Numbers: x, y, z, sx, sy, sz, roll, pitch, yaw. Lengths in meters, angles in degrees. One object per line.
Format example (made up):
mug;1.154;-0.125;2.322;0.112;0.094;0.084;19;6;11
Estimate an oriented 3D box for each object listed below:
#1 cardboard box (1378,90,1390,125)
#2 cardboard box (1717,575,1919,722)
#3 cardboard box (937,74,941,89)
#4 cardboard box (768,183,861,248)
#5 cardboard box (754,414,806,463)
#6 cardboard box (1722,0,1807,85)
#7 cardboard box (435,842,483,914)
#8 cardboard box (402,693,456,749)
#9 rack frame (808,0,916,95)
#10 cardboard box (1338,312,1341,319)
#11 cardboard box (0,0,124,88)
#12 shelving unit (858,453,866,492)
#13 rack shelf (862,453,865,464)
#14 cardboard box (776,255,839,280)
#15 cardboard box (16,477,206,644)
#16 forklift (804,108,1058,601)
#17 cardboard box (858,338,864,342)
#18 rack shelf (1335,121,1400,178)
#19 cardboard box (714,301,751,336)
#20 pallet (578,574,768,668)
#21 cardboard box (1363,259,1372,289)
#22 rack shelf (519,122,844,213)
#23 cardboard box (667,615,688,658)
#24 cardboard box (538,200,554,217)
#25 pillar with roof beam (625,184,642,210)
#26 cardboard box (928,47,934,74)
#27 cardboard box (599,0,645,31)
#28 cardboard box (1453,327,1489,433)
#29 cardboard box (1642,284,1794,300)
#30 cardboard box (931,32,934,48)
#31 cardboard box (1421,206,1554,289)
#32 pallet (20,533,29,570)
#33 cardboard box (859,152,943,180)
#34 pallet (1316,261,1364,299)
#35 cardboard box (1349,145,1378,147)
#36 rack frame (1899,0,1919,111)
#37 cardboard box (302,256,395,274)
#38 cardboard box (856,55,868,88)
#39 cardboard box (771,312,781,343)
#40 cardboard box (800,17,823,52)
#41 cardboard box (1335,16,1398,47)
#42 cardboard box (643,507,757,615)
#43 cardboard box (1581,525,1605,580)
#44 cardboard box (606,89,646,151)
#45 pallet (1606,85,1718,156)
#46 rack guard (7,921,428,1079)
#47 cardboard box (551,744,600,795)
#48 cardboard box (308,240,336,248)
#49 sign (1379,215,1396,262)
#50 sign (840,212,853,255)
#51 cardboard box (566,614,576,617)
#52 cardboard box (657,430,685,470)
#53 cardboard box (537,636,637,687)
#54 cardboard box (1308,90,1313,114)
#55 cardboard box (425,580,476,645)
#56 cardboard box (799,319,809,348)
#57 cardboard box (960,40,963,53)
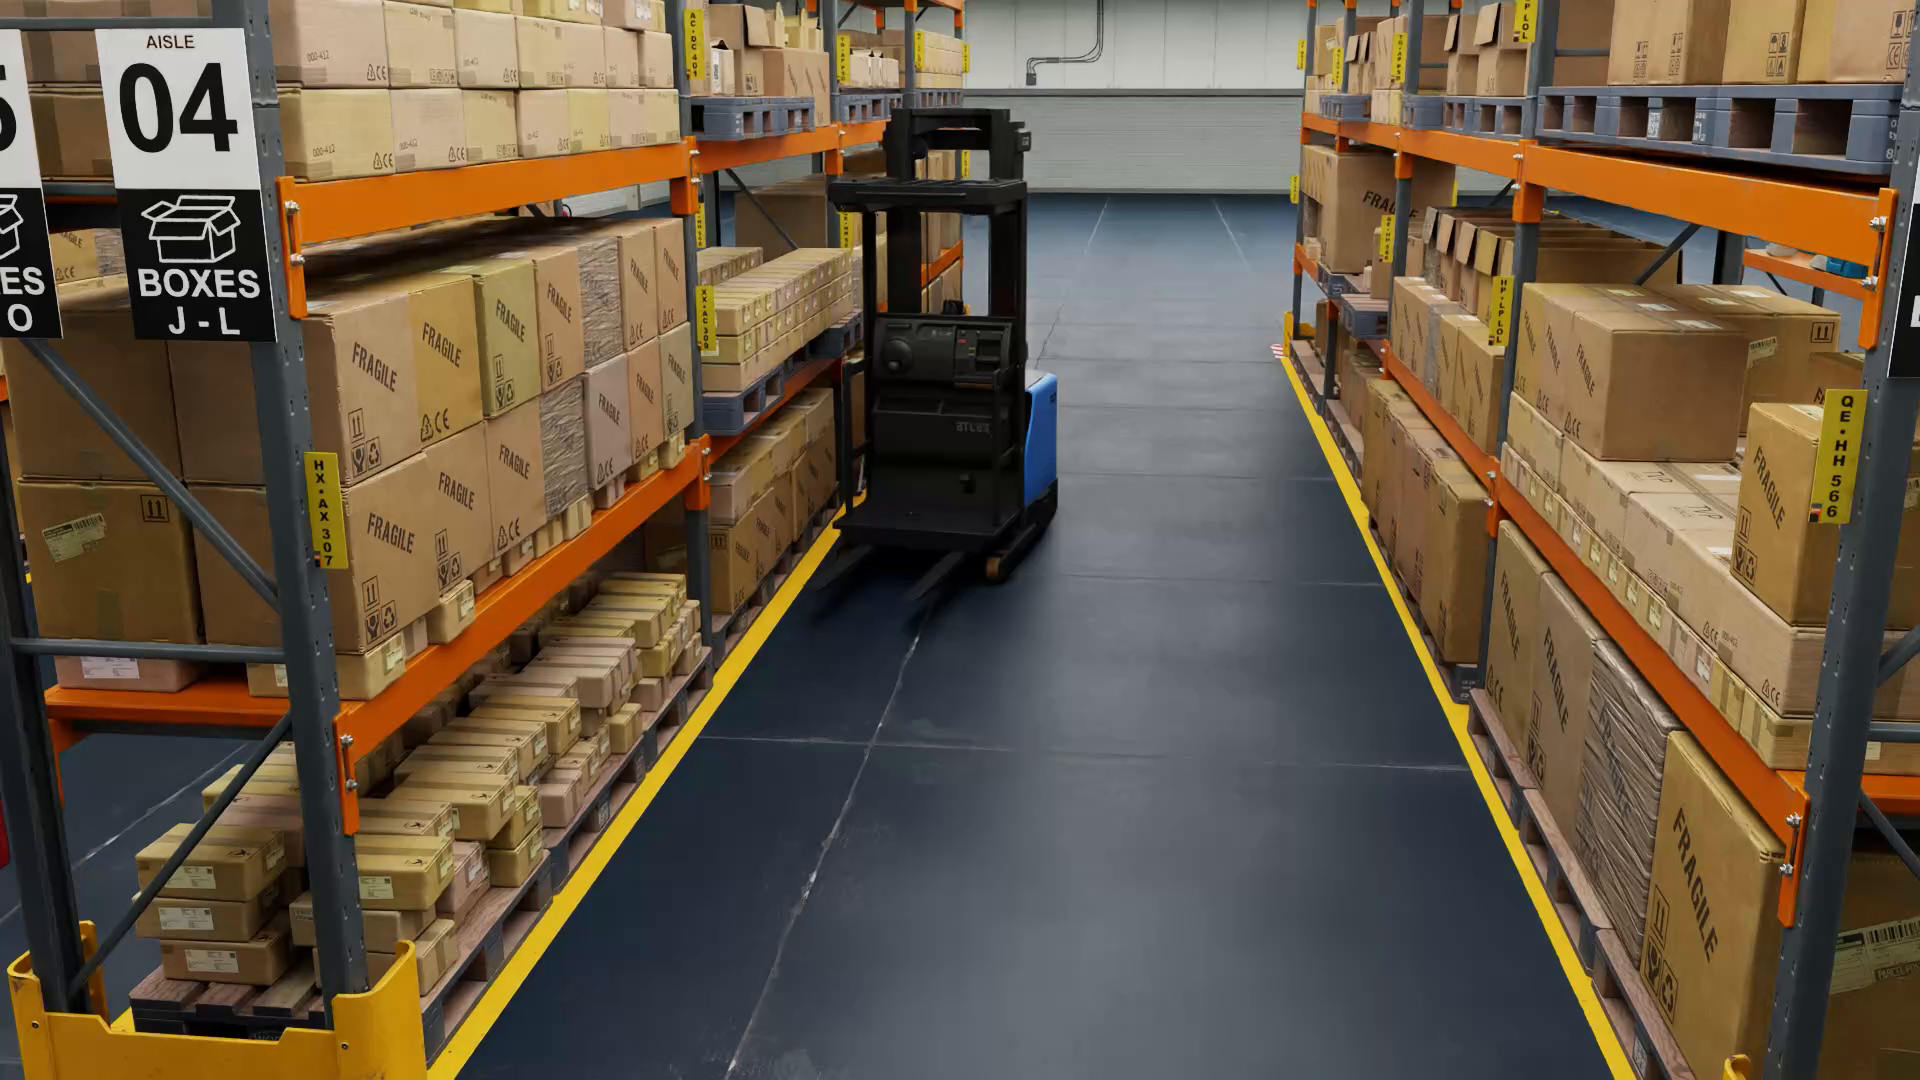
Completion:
cardboard box;3.395;-3.215;12.346;0.500;0.250;0.500;2;15;6
cardboard box;2.431;0.290;4.559;0.500;0.250;0.500;1;15;5
cardboard box;-0.402;-4.782;17.339;0.380;0.149;0.250;2;15;6
cardboard box;-1.202;-2.663;13.658;0.700;0.500;0.500;1;15;5
cardboard box;-1.310;-0.662;10.912;0.500;0.250;0.500;2;15;8
cardboard box;2.839;-1.666;5.144;0.700;0.500;0.500;1;15;2
cardboard box;-1.876;1.155;5.731;0.380;0.149;0.250;2;15;6
cardboard box;-2.274;0.728;6.739;0.380;0.149;0.250;1;15;4
rack frame;-0.923;-5.685;15.448;1.000;3.000;0.127;2;15;6
cardboard box;4.235;-2.171;17.930;0.500;0.500;0.500;3;15;11
cardboard box;-2.478;-1.421;4.754;0.500;0.250;0.500;1;15;5
shelving unit;-0.460;-0.909;12.663;0.258;1.200;0.503;2;11;-38
rack shelf;-0.505;-0.612;12.709;0.258;0.148;0.480;2;11;-38
cardboard box;-1.034;-1.847;11.283;0.380;0.149;0.250;2;15;8
cardboard box;-2.482;0.007;5.129;0.500;0.500;0.500;2;15;7
forklift;-0.175;-1.257;10.697;1.130;2.935;3.031;4;16;15
cardboard box;-1.016;-1.492;14.940;1.050;0.750;0.750;2;15;6
rack shelf;3.768;-3.199;13.378;1.077;0.370;4.000;2;15;6
cardboard box;-1.324;-1.172;8.786;0.380;0.149;0.250;2;15;9
pallet;-1.739;0.430;9.669;1.003;0.211;1.213;2;15;6
cardboard box;3.462;-2.158;13.349;0.396;0.266;0.258;1;15;5
rack shelf;-1.600;-2.334;10.179;1.077;0.370;4.000;2;15;6
cardboard box;-1.564;0.477;8.239;0.380;0.149;0.250;1;15;4
cardboard box;-5.189;-3.989;19.908;0.500;0.500;0.500;1;15;5
pillar with roof beam;-4.322;-12.931;42.246;9.100;9.000;0.400;2;15;6
cardboard box;-0.534;-4.809;16.675;0.500;0.250;0.500;2;15;6
cardboard box;-1.595;-2.301;7.246;0.380;0.149;0.250;2;15;6
cardboard box;2.935;-0.848;8.860;0.500;0.500;0.500;2;15;8
cardboard box;3.305;-0.848;7.334;0.500;0.500;0.500;2;15;8
cardboard box;-0.459;-5.034;16.744;0.380;0.149;0.250;1;15;5
cardboard box;3.444;-1.923;10.914;0.797;0.503;0.637;2;15;8
pallet;-6.608;-0.008;11.286;1.003;0.211;1.213;2;15;6
cardboard box;-0.651;-3.898;17.973;0.875;0.550;0.500;2;15;6
pallet;3.763;-2.331;14.902;1.003;0.211;1.213;2;15;6
cardboard box;4.629;-4.179;18.694;0.500;0.500;0.500;2;15;6
rack frame;2.640;-2.401;3.301;1.000;3.000;0.127;2;15;6
cardboard box;-2.366;-0.744;5.991;0.500;0.500;0.500;2;15;9
cardboard box;-1.018;-3.690;13.106;0.500;0.250;0.500;2;15;8
cardboard box;-1.240;-1.230;9.571;0.380;0.149;0.250;1;15;4
cardboard box;-1.162;-3.505;11.474;0.396;0.266;0.258;2;15;6
cardboard box;3.791;-4.623;15.545;0.500;0.500;0.500;1;15;5
cardboard box;-1.479;0.106;9.509;0.500;0.500;0.500;2;15;8
cardboard box;2.553;0.050;6.211;0.380;0.149;0.250;1;15;5
cardboard box;-1.681;-1.826;7.208;0.500;0.250;0.500;2;15;6
pallet;2.848;-1.420;5.590;1.003;0.211;1.213;2;15;6
rack guard;-2.269;1.510;5.121;1.175;0.500;0.348;2;15;6
cardboard box;-1.739;0.968;6.992;0.380;0.149;0.250;2;15;6
cardboard box;-5.854;-2.779;14.626;0.500;0.500;0.500;1;15;4
sign;3.002;-2.114;11.667;0.100;0.325;0.005;2;15;6
sign;-0.834;-2.259;12.204;0.100;0.325;0.005;2;15;6
cardboard box;-2.124;0.468;8.271;0.380;0.149;0.250;2;15;7
cardboard box;-1.546;-0.442;8.033;0.380;0.149;0.250;1;15;5
cardboard box;-1.663;0.542;7.429;0.380;0.149;0.250;1;15;4
cardboard box;4.082;-4.779;18.130;0.500;0.250;0.500;1;15;5
cardboard box;-1.844;0.234;5.530;0.380;0.149;0.250;1;15;5
cardboard box;-1.151;-1.289;10.358;0.380;0.149;0.250;1;15;4
cardboard box;-0.173;-5.692;19.177;0.380;0.149;0.250;2;15;7
